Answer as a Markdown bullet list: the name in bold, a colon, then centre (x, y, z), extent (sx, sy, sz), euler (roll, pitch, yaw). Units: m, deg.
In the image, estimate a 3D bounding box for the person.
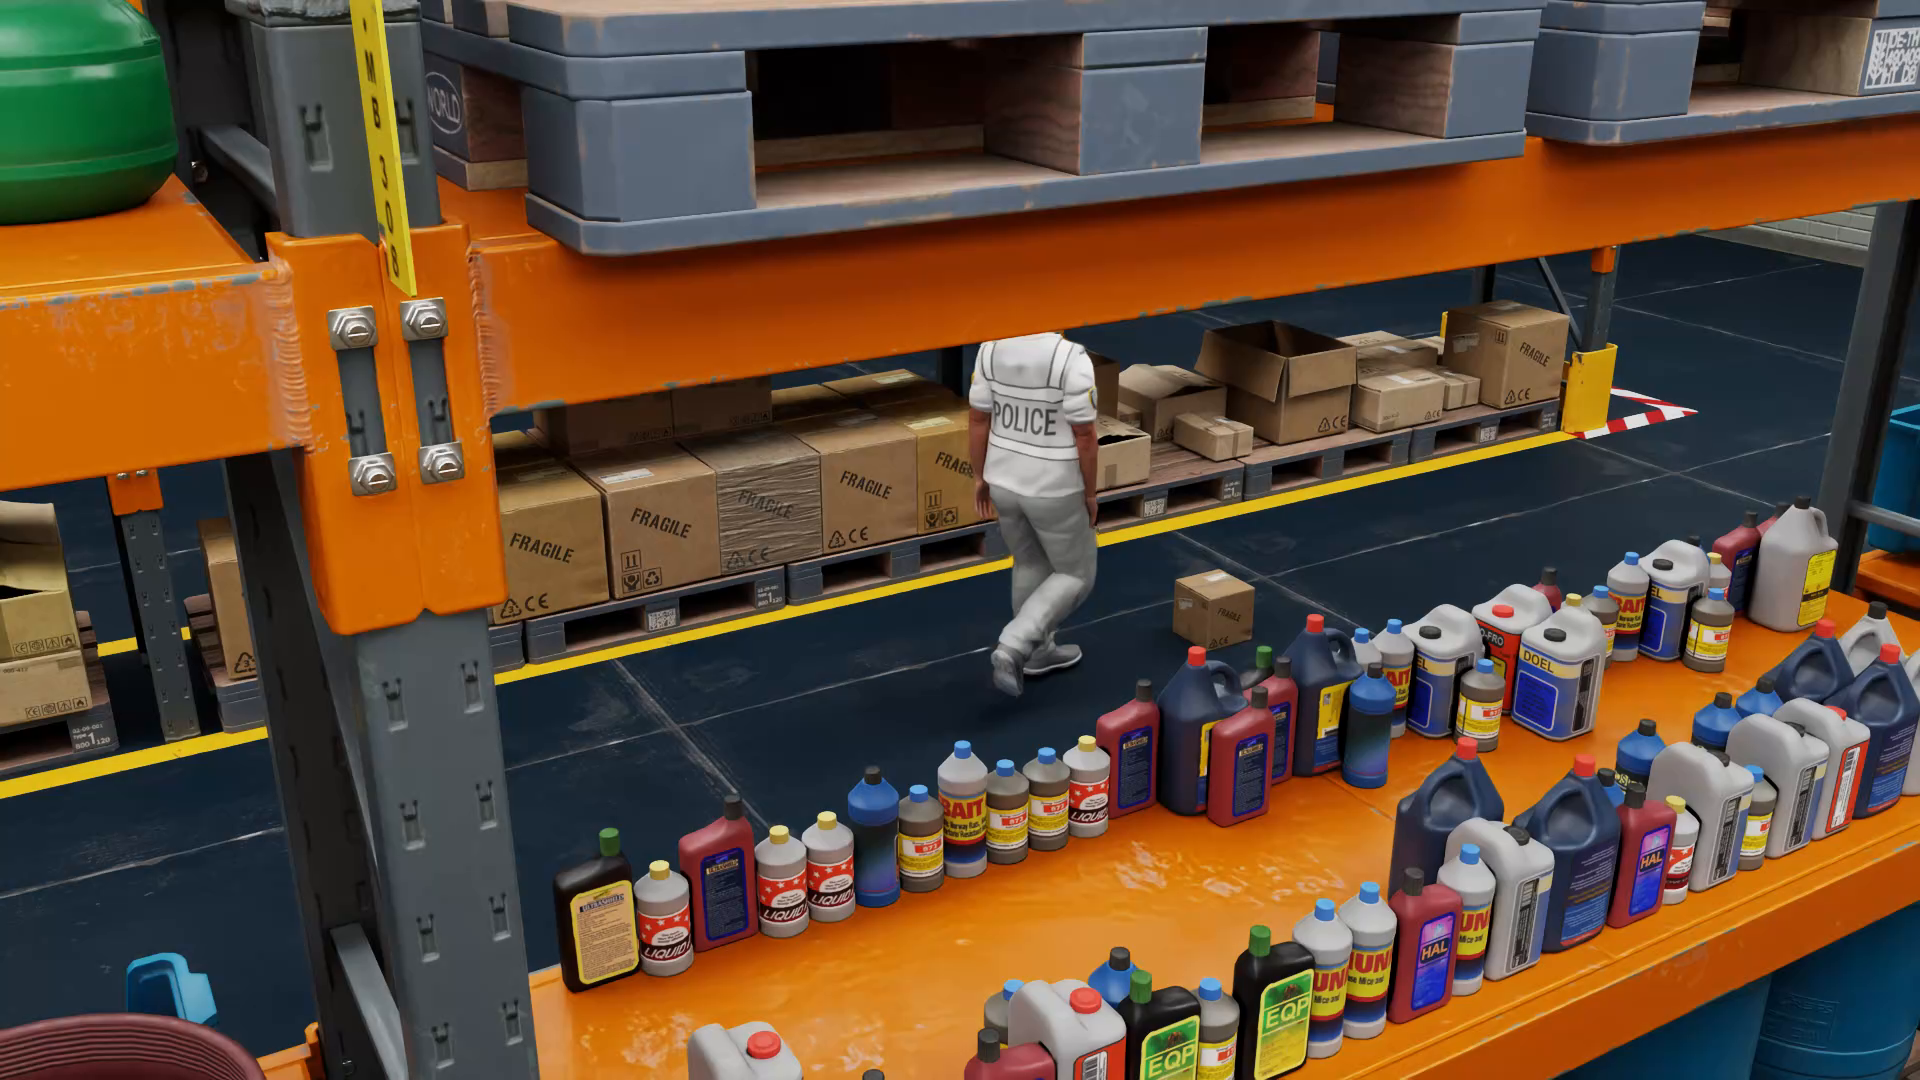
- **person**: centre (0.288, -0.207, 6.589), extent (0.547, 1.742, 0.722), euler (17, 27, 36)
